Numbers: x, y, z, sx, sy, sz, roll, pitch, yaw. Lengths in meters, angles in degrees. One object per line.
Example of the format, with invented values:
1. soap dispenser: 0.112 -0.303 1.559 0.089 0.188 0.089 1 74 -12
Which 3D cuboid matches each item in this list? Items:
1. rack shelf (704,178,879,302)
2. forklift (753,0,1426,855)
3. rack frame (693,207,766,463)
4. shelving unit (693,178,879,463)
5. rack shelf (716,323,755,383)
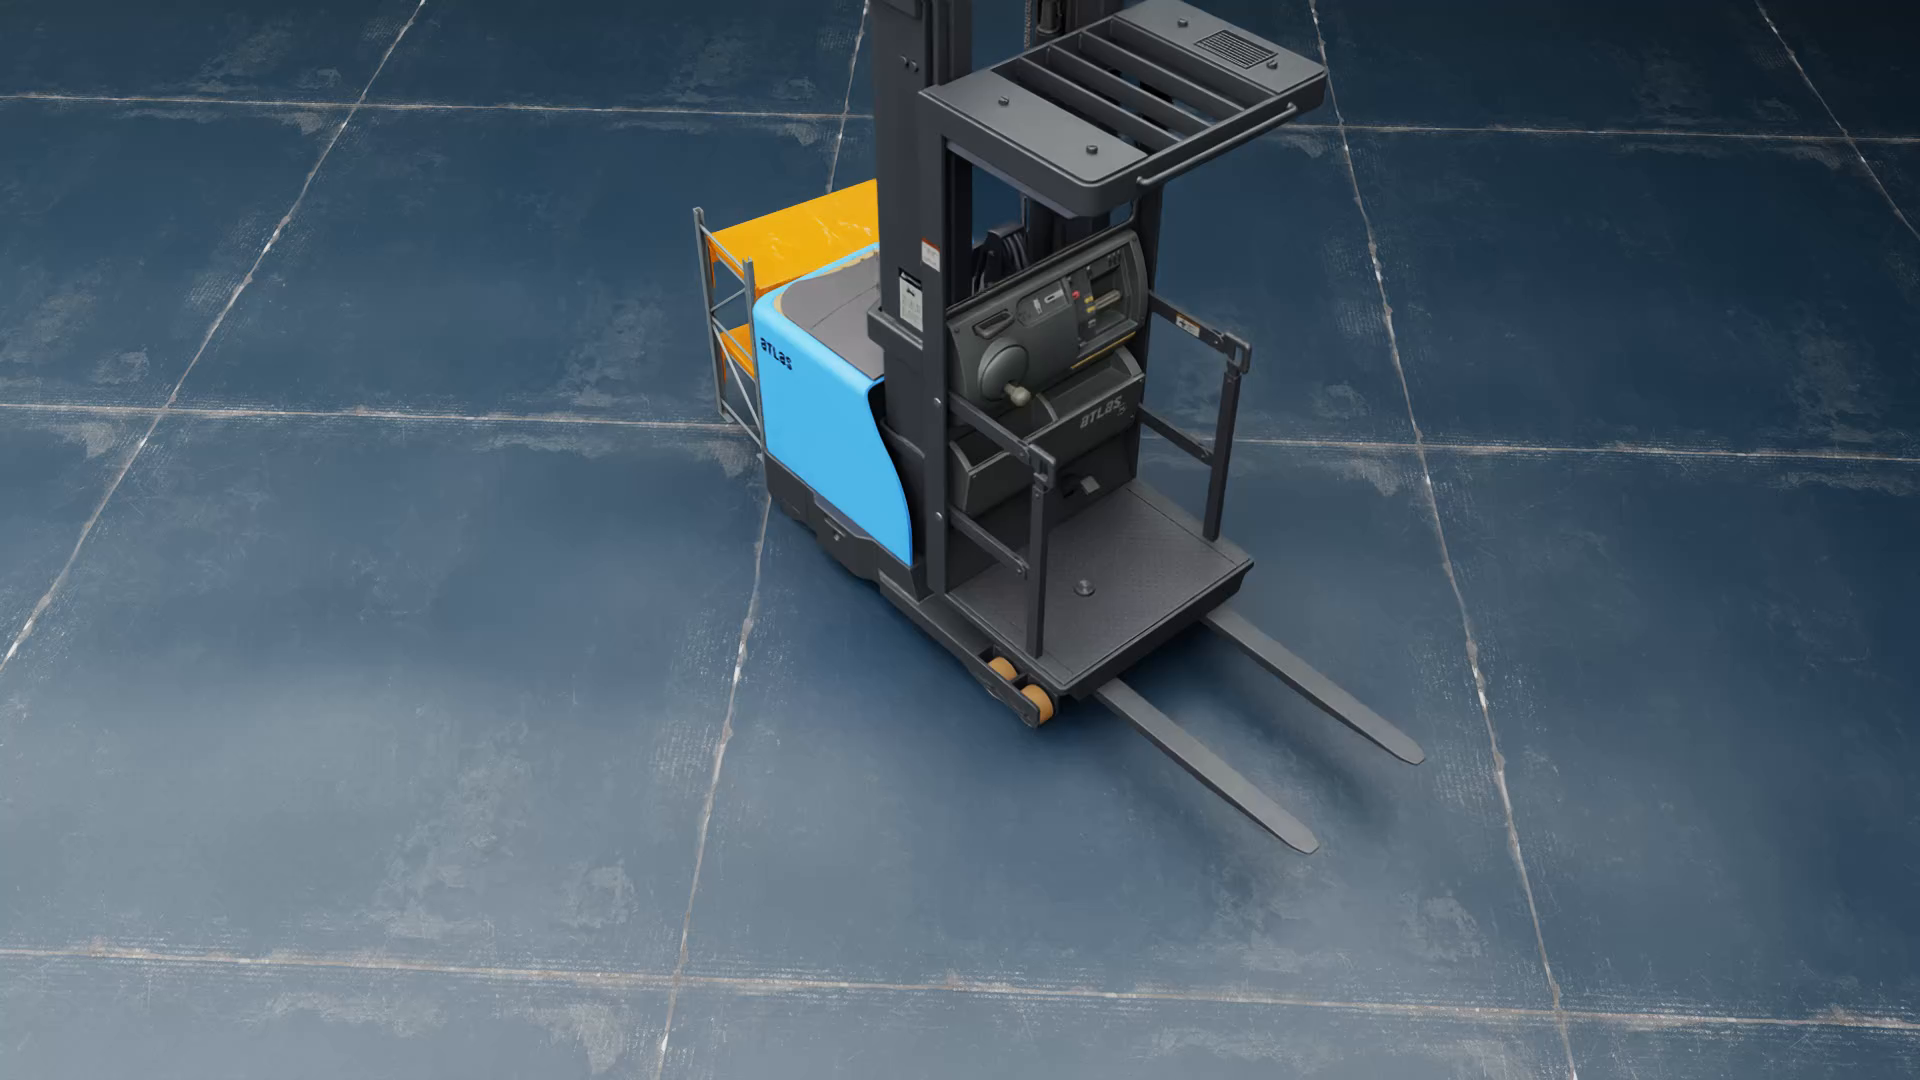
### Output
1. rack shelf: -0.588 -1.296 7.472 1.000 0.278 0.538 -24 48 -24
2. forklift: 0.479 -0.733 5.972 1.130 2.935 3.031 -31 51 -29
3. rack frame: -1.012 -0.891 7.467 0.032 1.125 0.500 -24 48 -24
4. shelving unit: -0.588 -1.082 7.671 1.048 1.125 0.538 -24 48 -24
5. rack shelf: -0.588 -0.903 7.838 1.000 0.278 0.538 -24 48 -24
